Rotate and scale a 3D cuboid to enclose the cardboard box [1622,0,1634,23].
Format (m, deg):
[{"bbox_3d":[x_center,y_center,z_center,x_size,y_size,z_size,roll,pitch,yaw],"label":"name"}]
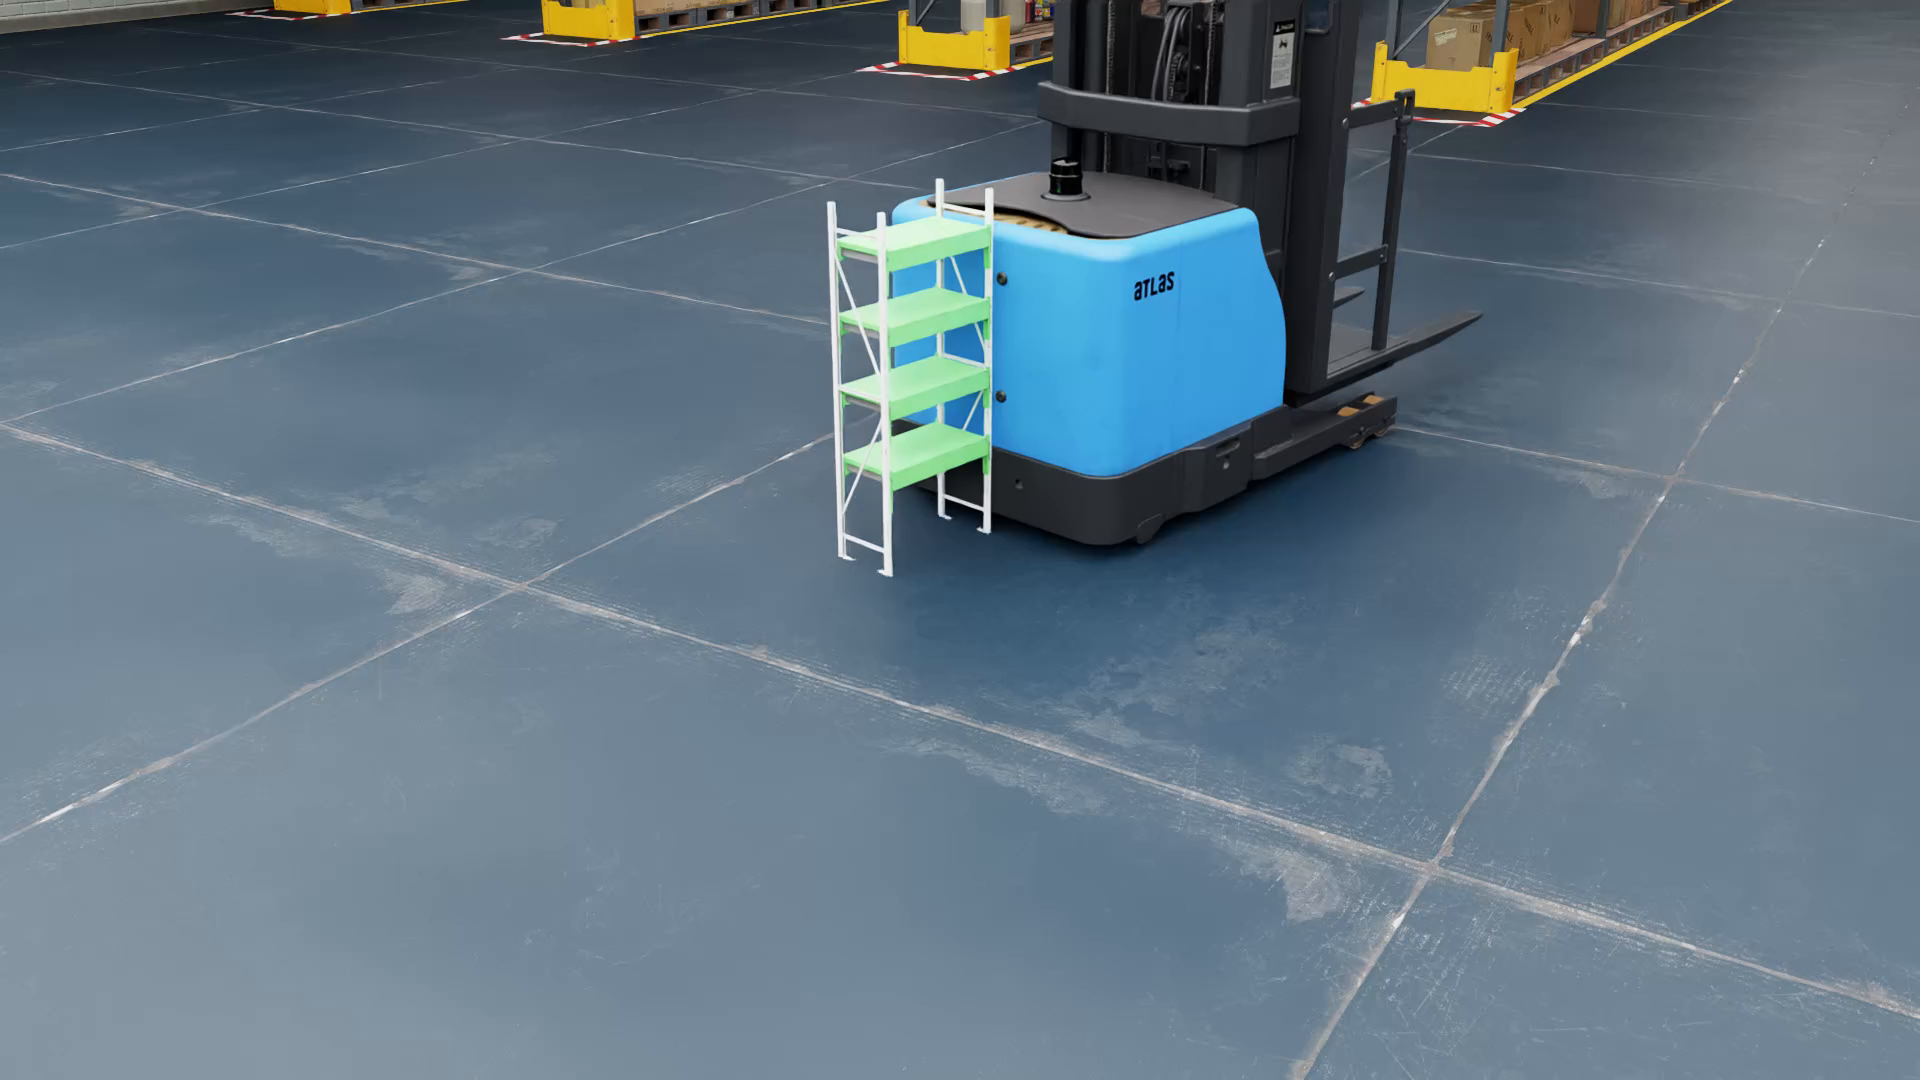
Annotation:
[{"bbox_3d":[7.158,-6.092,18.639,0.700,0.500,0.500,11,26,24],"label":"cardboard box"}]

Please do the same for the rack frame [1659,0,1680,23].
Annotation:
[{"bbox_3d":[8.364,-7.839,20.081,1.000,3.000,0.127,14,27,29],"label":"rack frame"}]

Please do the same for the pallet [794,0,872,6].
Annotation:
[{"bbox_3d":[-1.805,-7.543,22.908,1.003,0.211,1.213,14,27,29],"label":"pallet"}]

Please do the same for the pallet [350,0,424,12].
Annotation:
[{"bbox_3d":[-7.982,-7.265,22.267,1.003,0.211,1.213,14,27,29],"label":"pallet"}]

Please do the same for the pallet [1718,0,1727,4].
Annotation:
[{"bbox_3d":[10.131,-7.633,23.116,1.003,0.211,1.213,14,27,29],"label":"pallet"}]

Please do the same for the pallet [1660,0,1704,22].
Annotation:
[{"bbox_3d":[8.844,-6.809,21.213,1.003,0.211,1.213,14,27,29],"label":"pallet"}]

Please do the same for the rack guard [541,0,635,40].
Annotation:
[{"bbox_3d":[-4.283,-6.060,19.120,1.175,0.500,0.348,14,27,29],"label":"rack guard"}]

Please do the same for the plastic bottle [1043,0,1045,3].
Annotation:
[{"bbox_3d":[0.944,-6.120,18.892,0.144,0.351,0.185,14,27,29],"label":"plastic bottle"}]

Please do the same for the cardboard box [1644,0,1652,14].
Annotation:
[{"bbox_3d":[7.746,-6.473,19.520,0.700,0.500,0.500,11,26,25],"label":"cardboard box"}]

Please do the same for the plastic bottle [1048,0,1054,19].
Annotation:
[{"bbox_3d":[1.083,-6.063,18.855,0.152,0.276,0.135,14,27,29],"label":"plastic bottle"}]

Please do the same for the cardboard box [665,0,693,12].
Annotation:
[{"bbox_3d":[-3.538,-6.450,19.807,0.500,0.250,0.500,14,27,29],"label":"cardboard box"}]

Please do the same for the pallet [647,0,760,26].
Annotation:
[{"bbox_3d":[-3.258,-6.613,20.760,1.003,0.211,1.213,14,27,29],"label":"pallet"}]

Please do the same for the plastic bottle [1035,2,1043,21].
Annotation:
[{"bbox_3d":[0.878,-5.912,18.600,0.097,0.201,0.097,0,23,0],"label":"plastic bottle"}]

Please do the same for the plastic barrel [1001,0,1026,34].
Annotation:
[{"bbox_3d":[0.483,-5.635,17.593,0.421,0.512,0.421,0,23,0],"label":"plastic barrel"}]

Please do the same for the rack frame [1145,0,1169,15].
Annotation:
[{"bbox_3d":[2.046,-7.526,19.360,1.000,3.000,0.127,14,27,29],"label":"rack frame"}]

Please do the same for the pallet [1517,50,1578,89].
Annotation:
[{"bbox_3d":[5.287,-4.561,16.021,1.003,0.211,1.213,14,27,29],"label":"pallet"}]

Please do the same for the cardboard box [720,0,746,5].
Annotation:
[{"bbox_3d":[-3.006,-6.787,20.584,0.500,0.250,0.500,14,27,29],"label":"cardboard box"}]

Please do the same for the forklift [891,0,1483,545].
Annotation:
[{"bbox_3d":[1.116,-1.826,6.279,1.130,2.935,3.031,20,30,38],"label":"forklift"}]

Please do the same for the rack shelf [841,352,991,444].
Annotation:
[{"bbox_3d":[-0.151,-0.476,5.499,0.258,0.148,0.480,20,30,38],"label":"rack shelf"}]

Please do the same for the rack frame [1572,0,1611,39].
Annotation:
[{"bbox_3d":[6.254,-6.489,16.963,1.000,3.000,0.127,14,27,29],"label":"rack frame"}]

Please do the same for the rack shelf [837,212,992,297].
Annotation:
[{"bbox_3d":[-0.151,-0.916,5.308,0.258,0.148,0.480,20,30,38],"label":"rack shelf"}]

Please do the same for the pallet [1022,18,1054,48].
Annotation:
[{"bbox_3d":[1.014,-5.615,18.456,1.003,0.211,1.213,14,27,29],"label":"pallet"}]

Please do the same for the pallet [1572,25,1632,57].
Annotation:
[{"bbox_3d":[6.663,-5.472,18.124,1.003,0.211,1.213,14,27,29],"label":"pallet"}]

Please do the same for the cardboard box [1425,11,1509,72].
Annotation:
[{"bbox_3d":[4.487,-4.391,14.736,0.500,0.500,0.500,20,30,38],"label":"cardboard box"}]

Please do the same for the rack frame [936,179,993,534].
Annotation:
[{"bbox_3d":[0.014,-0.605,5.638,0.240,1.200,0.015,20,30,38],"label":"rack frame"}]

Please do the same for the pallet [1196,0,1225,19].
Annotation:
[{"bbox_3d":[3.070,-6.933,21.500,1.003,0.211,1.213,14,27,29],"label":"pallet"}]

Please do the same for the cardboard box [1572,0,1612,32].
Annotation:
[{"bbox_3d":[6.596,-5.746,17.840,0.700,0.500,0.500,12,26,25],"label":"cardboard box"}]

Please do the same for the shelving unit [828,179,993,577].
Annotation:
[{"bbox_3d":[-0.151,-0.534,5.474,0.258,1.200,0.503,20,30,38],"label":"shelving unit"}]

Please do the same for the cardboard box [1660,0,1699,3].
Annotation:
[{"bbox_3d":[8.745,-7.285,20.948,1.225,0.875,0.875,12,26,27],"label":"cardboard box"}]

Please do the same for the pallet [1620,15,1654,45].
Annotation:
[{"bbox_3d":[7.306,-5.885,19.079,1.003,0.211,1.213,14,27,29],"label":"pallet"}]

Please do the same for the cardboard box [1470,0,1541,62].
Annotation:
[{"bbox_3d":[5.120,-4.808,15.697,0.500,0.500,0.500,17,29,34],"label":"cardboard box"}]

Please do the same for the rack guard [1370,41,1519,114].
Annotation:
[{"bbox_3d":[4.184,-4.017,14.400,1.175,0.500,0.348,14,27,29],"label":"rack guard"}]

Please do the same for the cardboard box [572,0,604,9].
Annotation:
[{"bbox_3d":[-4.238,-6.389,19.666,0.500,0.250,0.500,14,27,29],"label":"cardboard box"}]

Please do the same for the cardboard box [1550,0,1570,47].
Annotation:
[{"bbox_3d":[5.713,-5.213,16.633,0.500,0.500,0.500,-18,29,-36],"label":"cardboard box"}]

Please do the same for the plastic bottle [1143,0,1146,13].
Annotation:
[{"bbox_3d":[2.119,-6.256,19.395,0.097,0.201,0.097,0,23,0],"label":"plastic bottle"}]
